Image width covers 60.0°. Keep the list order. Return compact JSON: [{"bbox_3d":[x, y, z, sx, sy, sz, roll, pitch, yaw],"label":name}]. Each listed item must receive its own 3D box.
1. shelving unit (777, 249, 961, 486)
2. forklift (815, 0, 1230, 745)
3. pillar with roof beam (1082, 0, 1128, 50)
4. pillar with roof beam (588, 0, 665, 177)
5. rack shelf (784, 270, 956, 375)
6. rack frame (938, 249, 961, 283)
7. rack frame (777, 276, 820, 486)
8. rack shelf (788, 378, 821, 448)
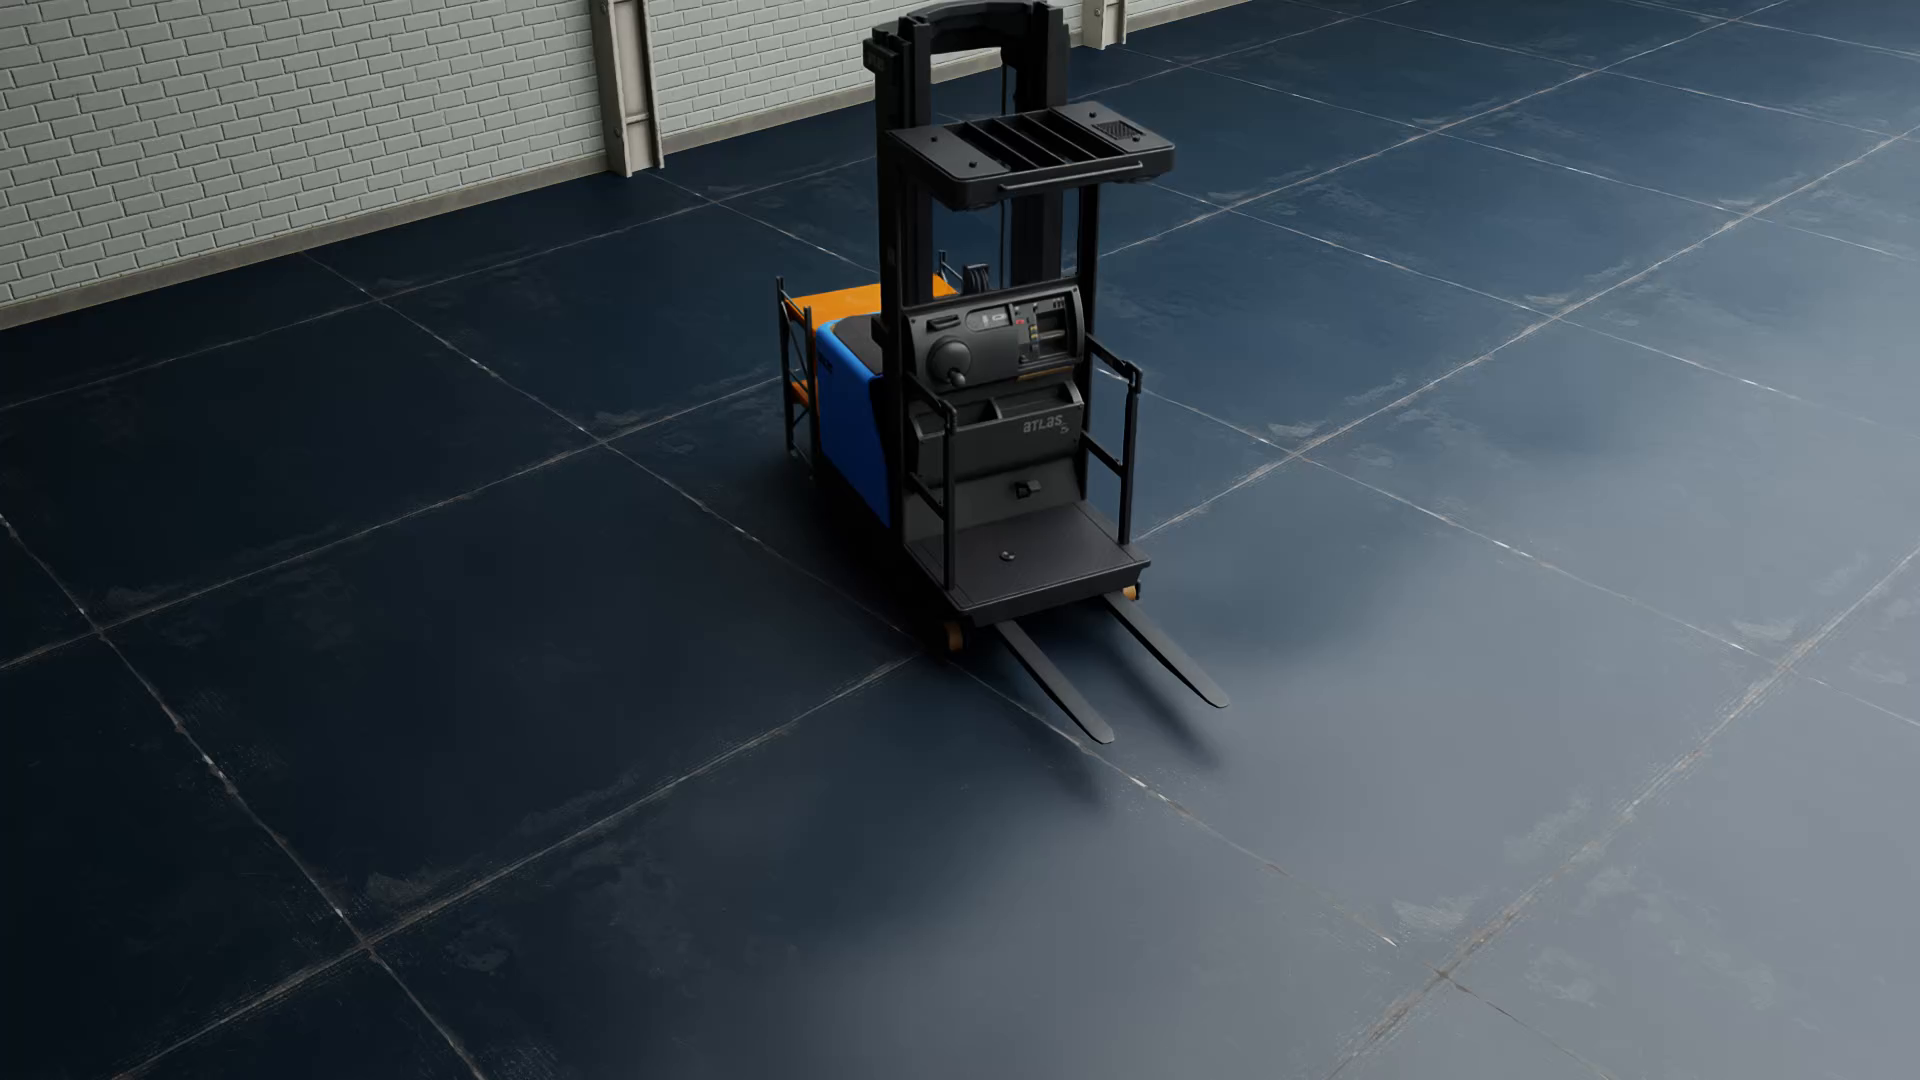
[{"bbox_3d":[-0.477,-1.030,9.856,1.048,1.125,0.538,-13,34,-21],"label":"shelving unit"},{"bbox_3d":[0.279,-0.946,7.987,1.130,2.935,3.031,-14,34,-22],"label":"forklift"},{"bbox_3d":[4.485,-7.585,13.029,0.400,9.000,9.100,-26,40,-35],"label":"pillar with roof beam"},{"bbox_3d":[0.086,-5.457,9.548,0.400,9.000,9.100,-26,40,-35],"label":"pillar with roof beam"},{"bbox_3d":[-0.477,-1.280,9.704,1.000,0.278,0.538,-13,34,-21],"label":"rack shelf"},{"bbox_3d":[-0.015,-1.141,10.038,0.032,1.125,0.500,-13,34,-21],"label":"rack frame"},{"bbox_3d":[-0.939,-0.919,9.675,0.032,1.125,0.500,-13,34,-21],"label":"rack frame"},{"bbox_3d":[-0.477,-0.822,9.984,1.000,0.278,0.538,-13,34,-21],"label":"rack shelf"}]
